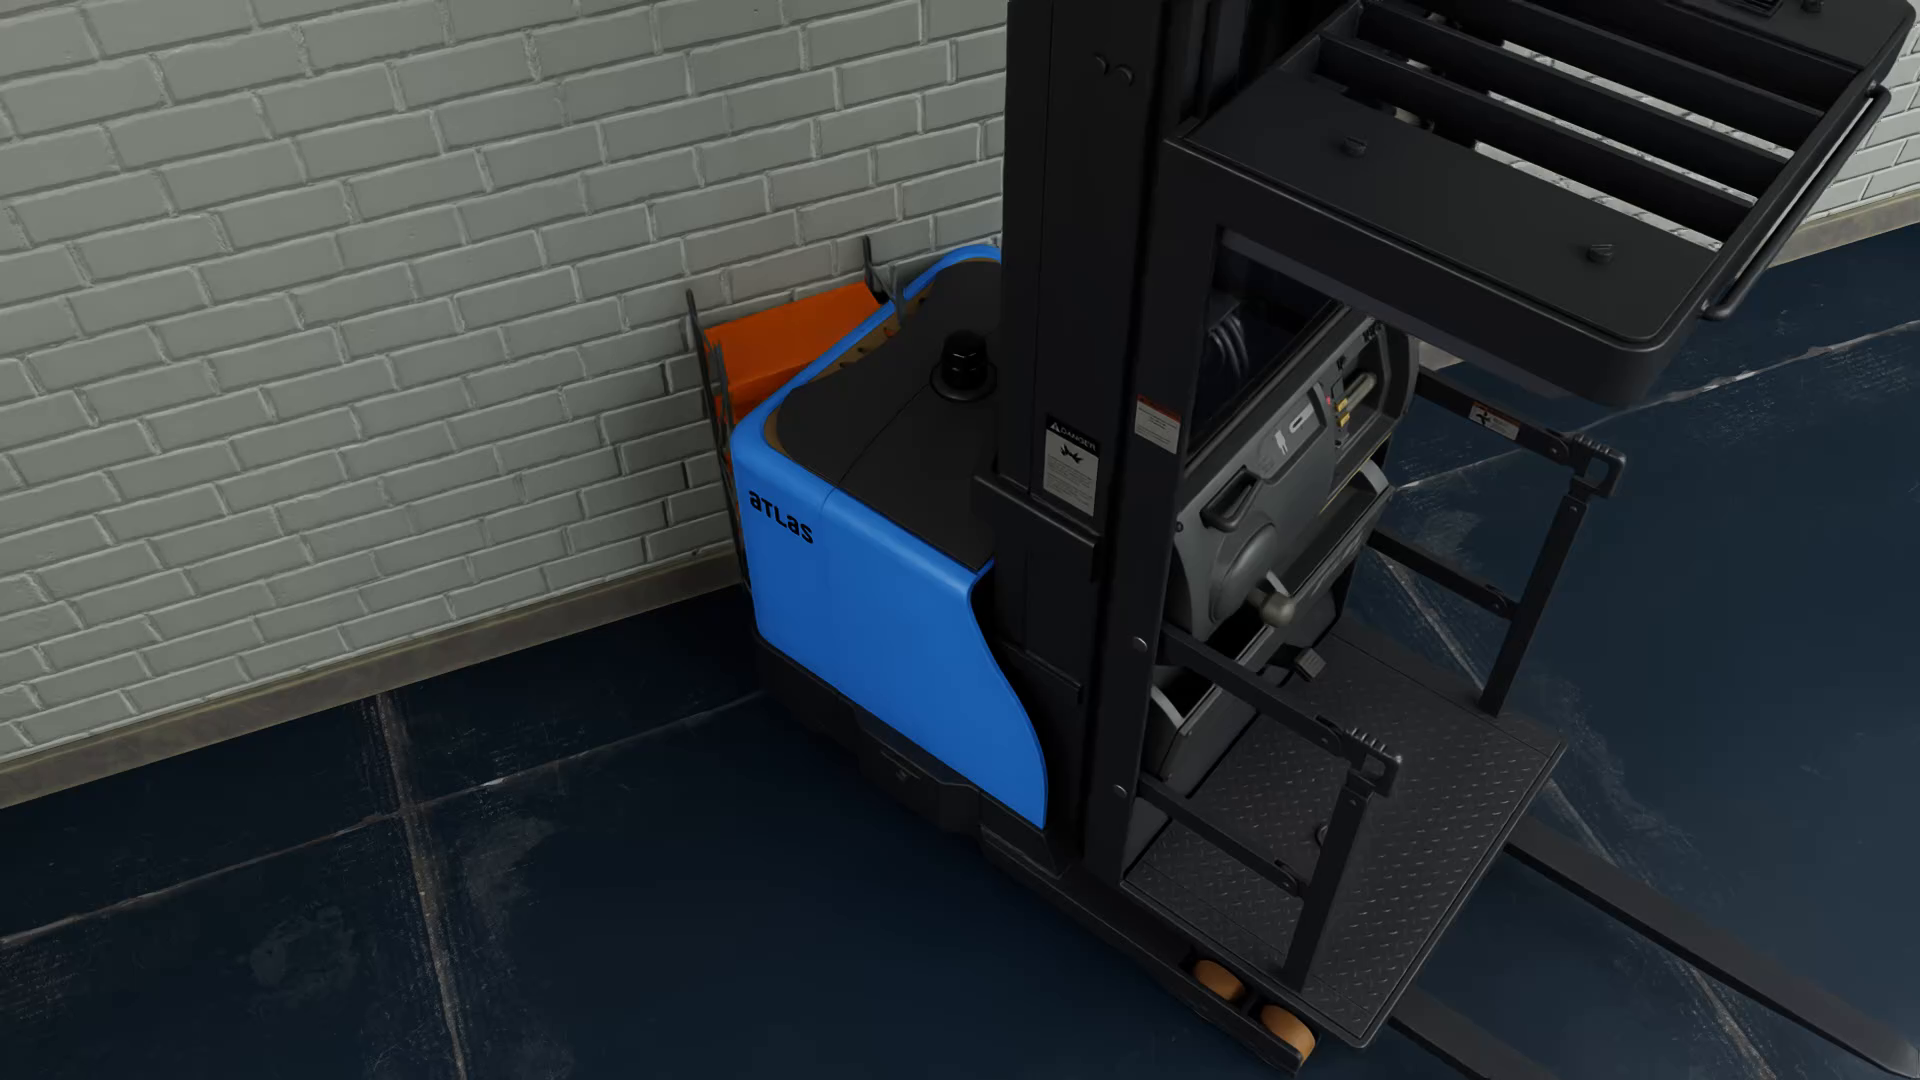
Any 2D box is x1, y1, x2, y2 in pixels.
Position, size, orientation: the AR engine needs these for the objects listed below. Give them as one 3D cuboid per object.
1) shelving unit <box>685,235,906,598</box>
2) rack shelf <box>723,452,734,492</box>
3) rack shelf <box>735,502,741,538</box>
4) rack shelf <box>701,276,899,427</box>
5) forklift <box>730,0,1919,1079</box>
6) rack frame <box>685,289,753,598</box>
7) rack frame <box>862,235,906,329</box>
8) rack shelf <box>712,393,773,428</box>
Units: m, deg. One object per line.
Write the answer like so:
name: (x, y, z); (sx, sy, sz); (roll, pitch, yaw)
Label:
shelving unit: (-0.405, -0.237, 4.670); (0.503, 1.200, 0.258); (-20, 50, -15)
rack shelf: (-0.403, -0.192, 4.720); (0.480, 0.148, 0.258); (-20, 50, -15)
rack shelf: (-0.398, -0.060, 4.868); (0.480, 0.148, 0.258); (-20, 50, -15)
rack shelf: (-0.416, -0.499, 4.377); (0.480, 0.148, 0.258); (-20, 50, -15)
forklift: (0.882, -0.106, 3.409); (3.031, 2.935, 1.130); (31, 56, 24)
rack frame: (-0.627, -0.157, 4.607); (0.015, 1.200, 0.240); (-20, 50, -15)
rack frame: (-0.183, -0.317, 4.733); (0.015, 1.200, 0.240); (-20, 50, -15)
rack shelf: (-0.409, -0.341, 4.554); (0.480, 0.148, 0.258); (-20, 50, -15)
